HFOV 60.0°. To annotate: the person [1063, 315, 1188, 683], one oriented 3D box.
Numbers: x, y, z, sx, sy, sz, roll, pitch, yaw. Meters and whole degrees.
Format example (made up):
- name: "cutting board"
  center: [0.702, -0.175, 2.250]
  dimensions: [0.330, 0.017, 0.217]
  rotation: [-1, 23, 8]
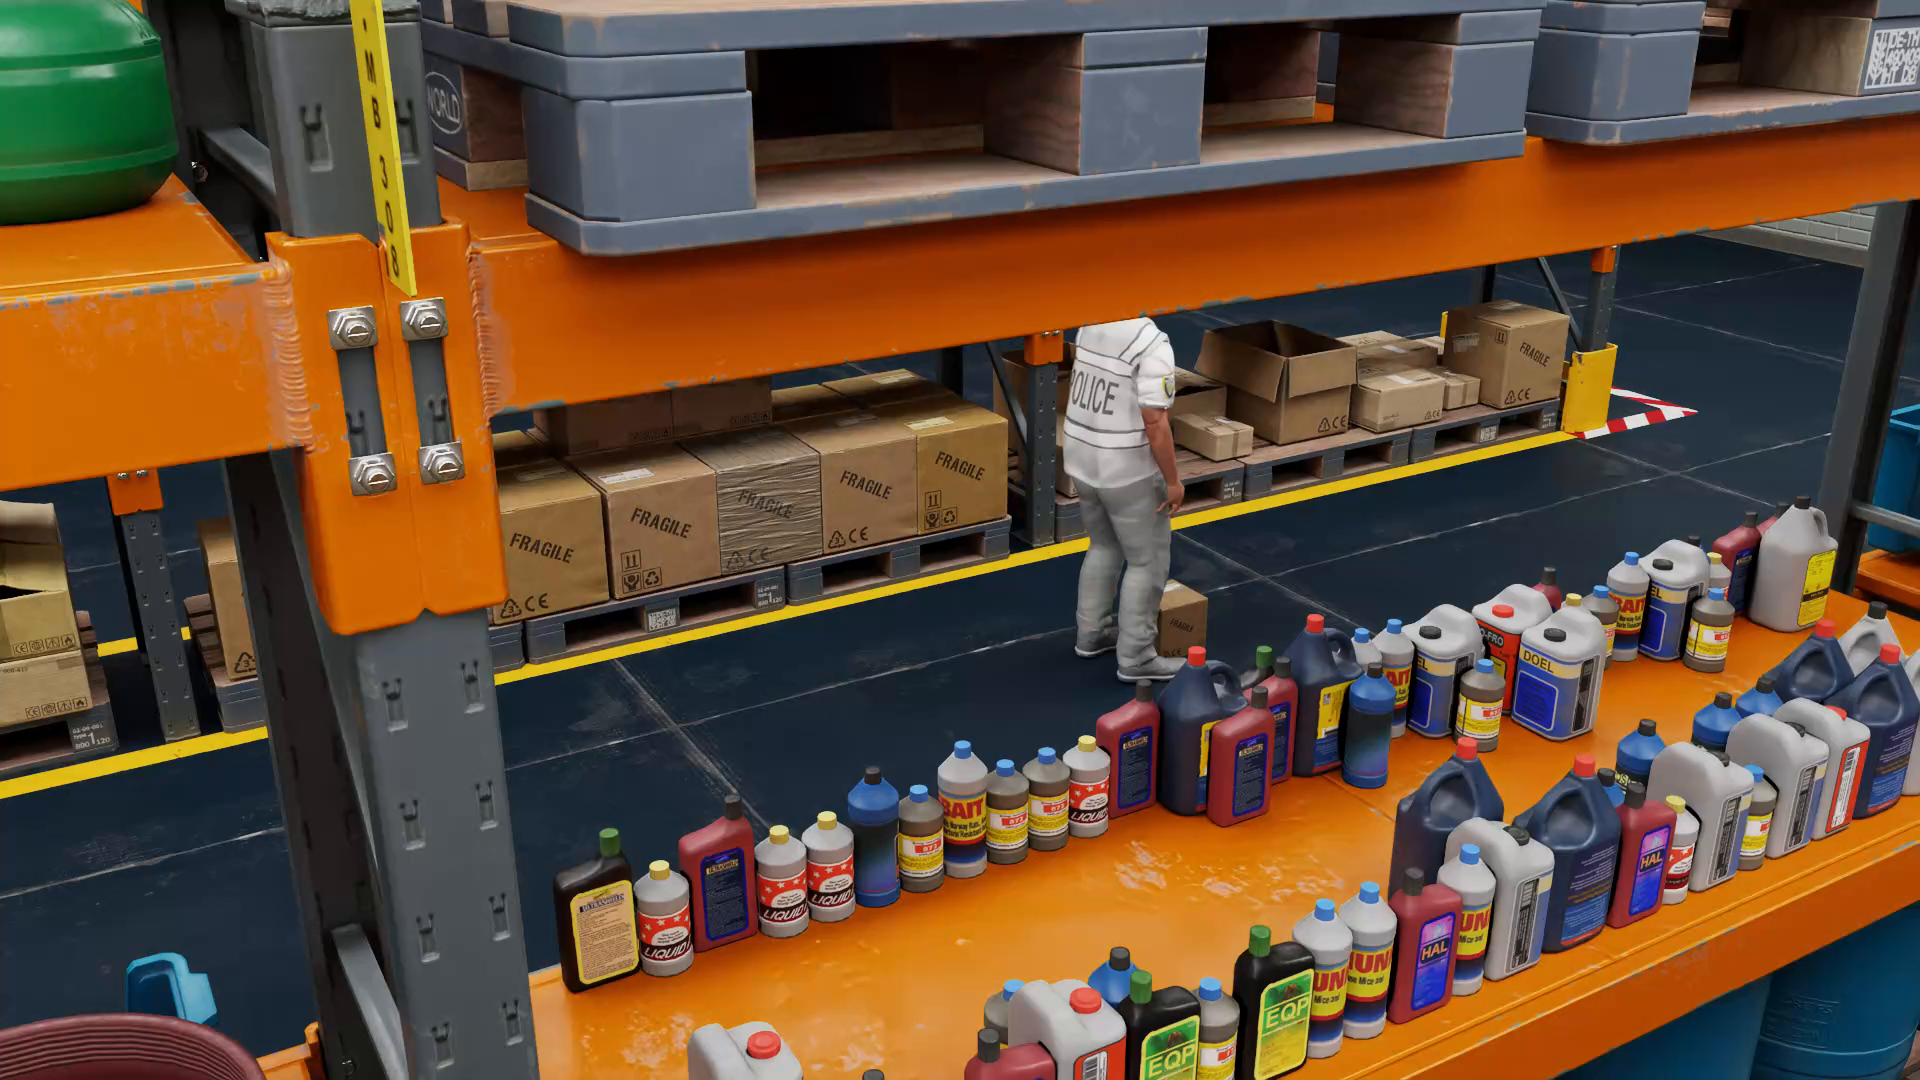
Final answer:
- name: "person"
  center: [0.662, -0.296, 6.822]
  dimensions: [0.429, 1.749, 0.600]
  rotation: [-13, 25, -30]
